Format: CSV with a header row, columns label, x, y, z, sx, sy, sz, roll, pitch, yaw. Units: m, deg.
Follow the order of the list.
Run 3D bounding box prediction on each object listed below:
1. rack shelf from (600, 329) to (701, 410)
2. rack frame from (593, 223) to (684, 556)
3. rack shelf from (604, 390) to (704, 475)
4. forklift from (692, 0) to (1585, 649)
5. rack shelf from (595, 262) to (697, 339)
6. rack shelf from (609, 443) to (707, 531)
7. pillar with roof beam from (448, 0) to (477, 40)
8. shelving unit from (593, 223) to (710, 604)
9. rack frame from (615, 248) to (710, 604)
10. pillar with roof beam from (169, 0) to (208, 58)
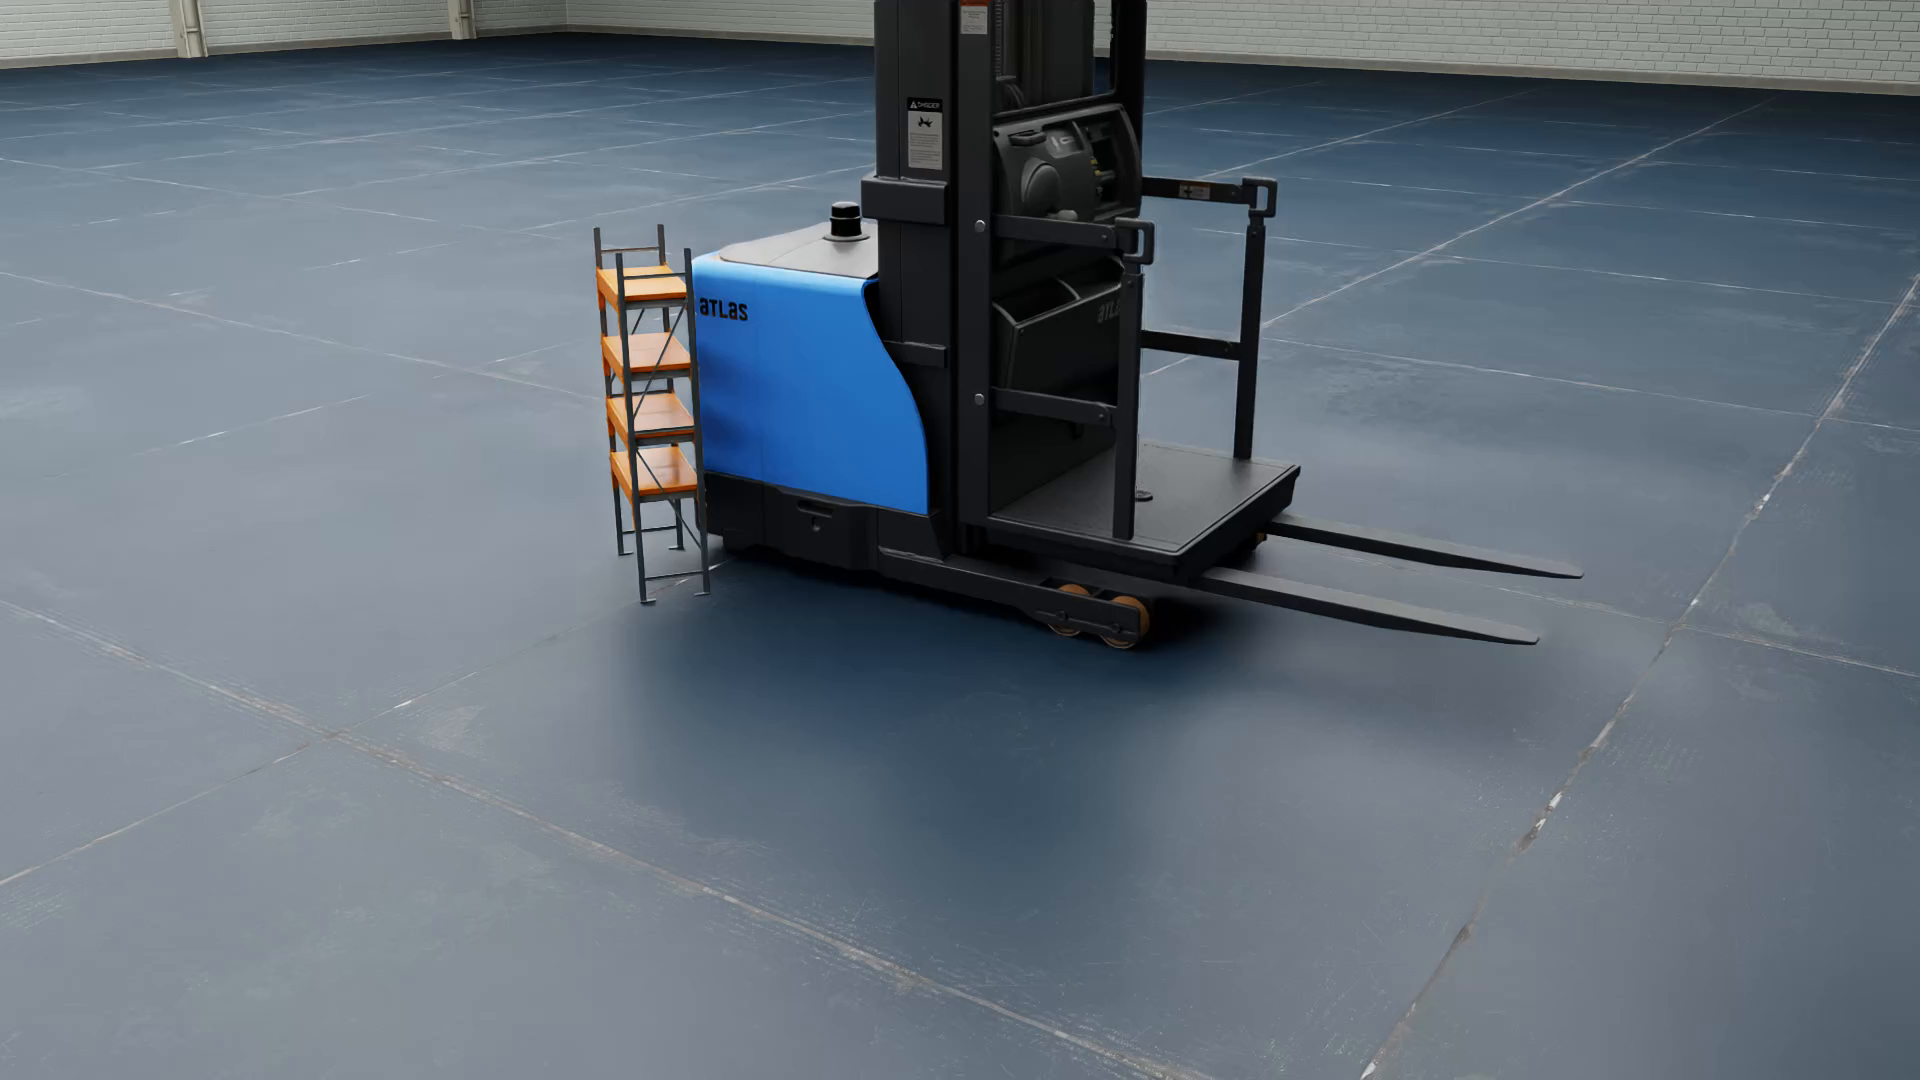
label,x,y,z,sx,sy,sz,roll,pitch,yaw
rack shelf,-1.062,-0.588,5.675,0.258,0.148,0.480,-7,21,-18
rack frame,-1.144,-0.521,5.945,0.240,1.200,0.015,-7,21,-18
rack shelf,-1.062,-0.379,5.753,0.258,0.148,0.480,-7,21,-18
forklift,0.542,-1.236,5.382,3.031,2.935,1.130,12,23,29
rack shelf,-1.062,-0.810,5.593,0.258,0.148,0.480,-7,21,-18
rack shelf,-1.062,-0.192,5.822,0.258,0.148,0.480,-7,21,-18
pillar with roof beam,-6.539,-13.588,30.029,9.100,9.000,0.400,13,24,32
shelving unit,-1.062,-0.442,5.730,0.258,1.200,0.503,-7,21,-18
rack frame,-0.979,-0.362,5.514,0.240,1.200,0.015,-7,21,-18
pillar with roof beam,-9.912,-11.867,25.375,9.100,9.000,0.400,13,24,32
